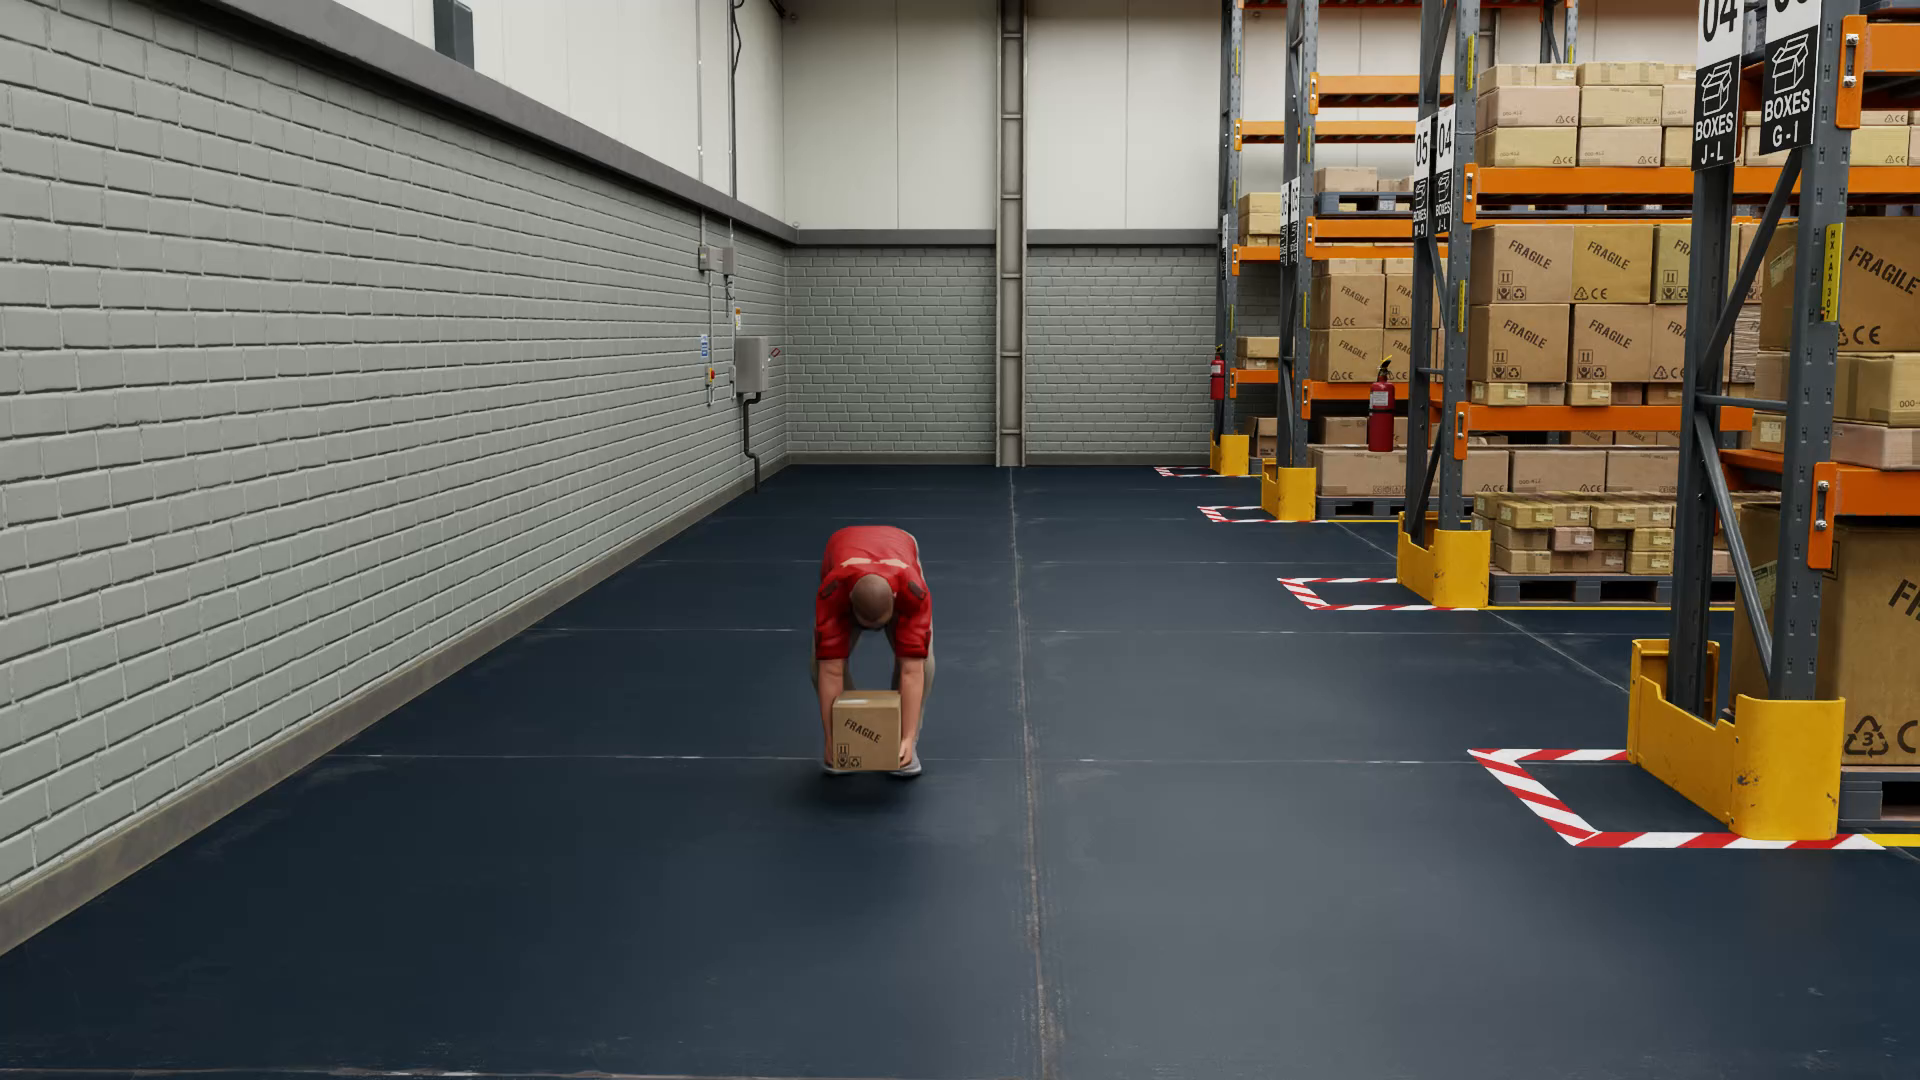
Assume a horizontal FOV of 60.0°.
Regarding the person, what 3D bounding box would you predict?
[{"bbox_3d":[-0.352,0.462,6.581,0.509,1.002,0.960,0,7,-1],"label":"person"}]
